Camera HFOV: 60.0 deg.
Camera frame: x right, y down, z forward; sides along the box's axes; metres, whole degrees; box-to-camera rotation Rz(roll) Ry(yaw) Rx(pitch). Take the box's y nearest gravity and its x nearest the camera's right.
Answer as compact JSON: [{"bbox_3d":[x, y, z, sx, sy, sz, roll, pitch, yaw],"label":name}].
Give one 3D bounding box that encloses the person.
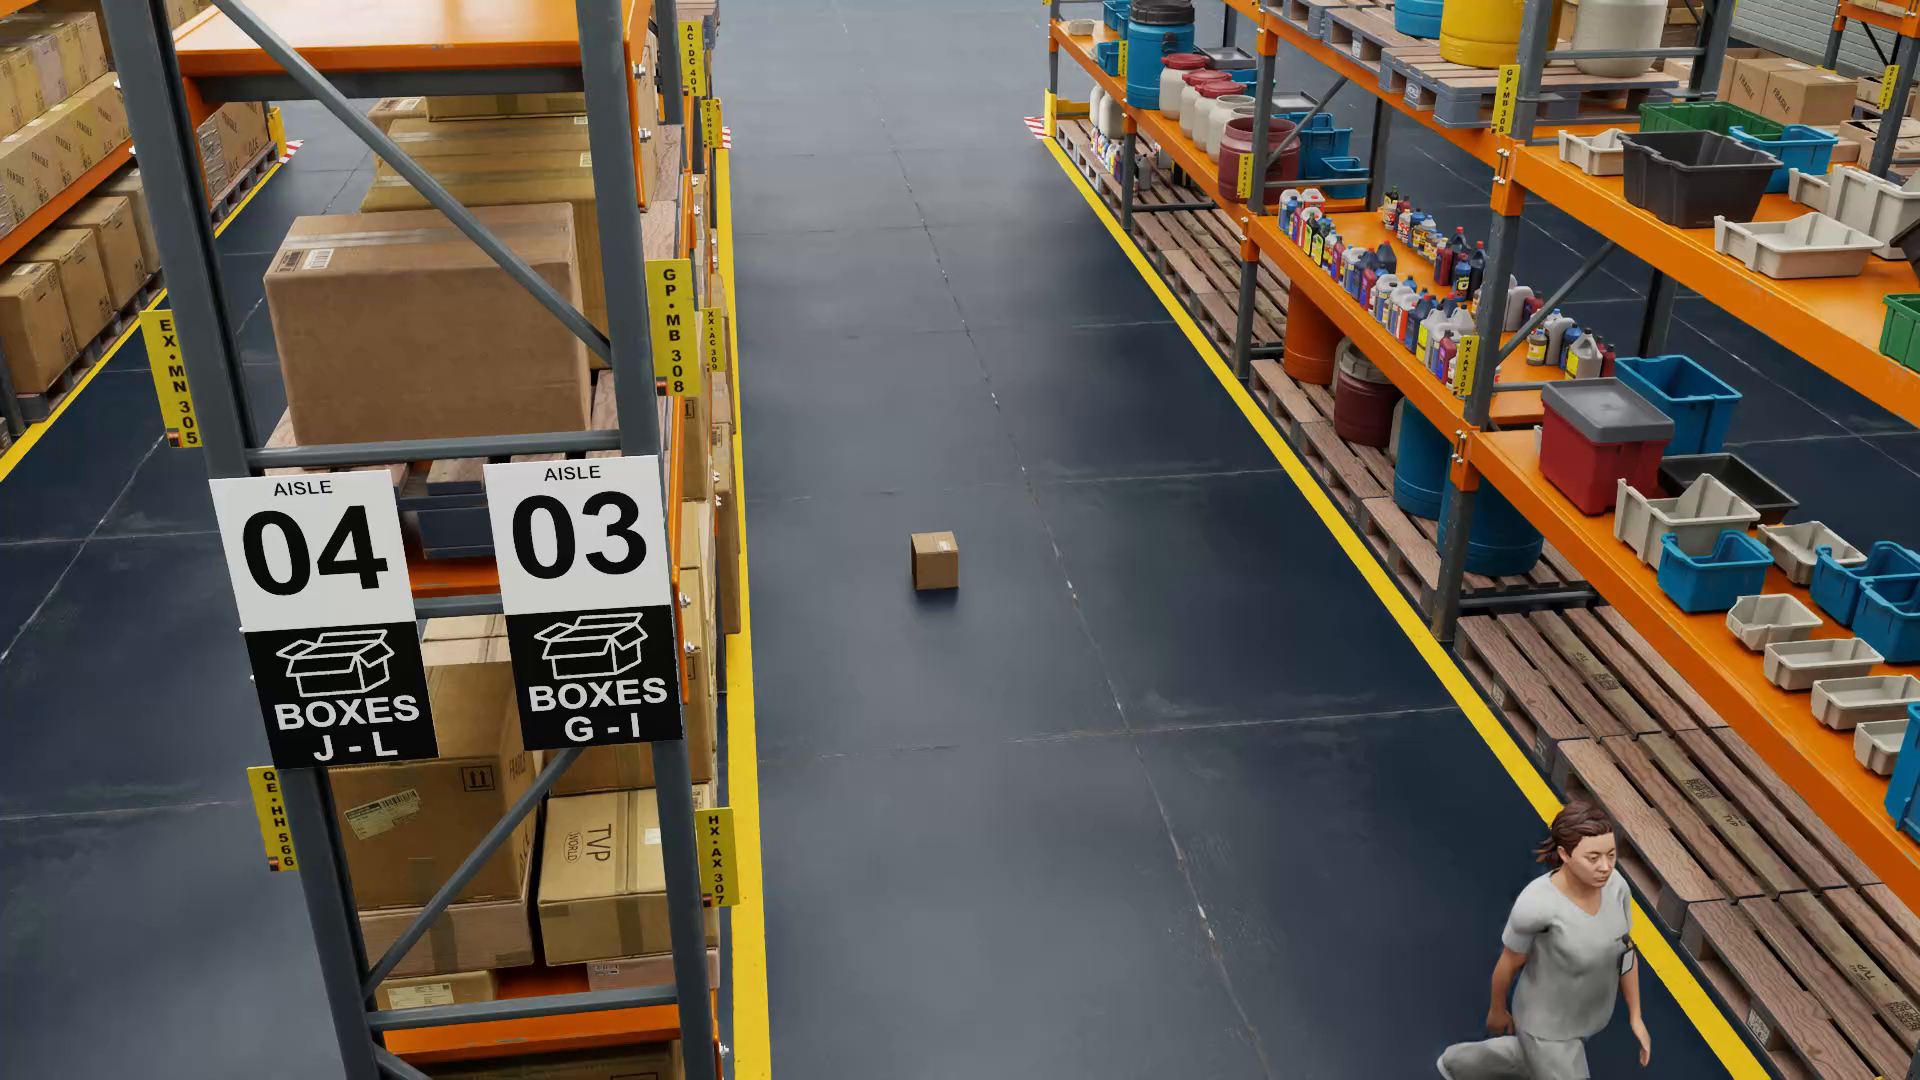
[{"bbox_3d":[2.009,1.579,5.565,0.441,1.624,1.026,-14,30,-25],"label":"person"}]
